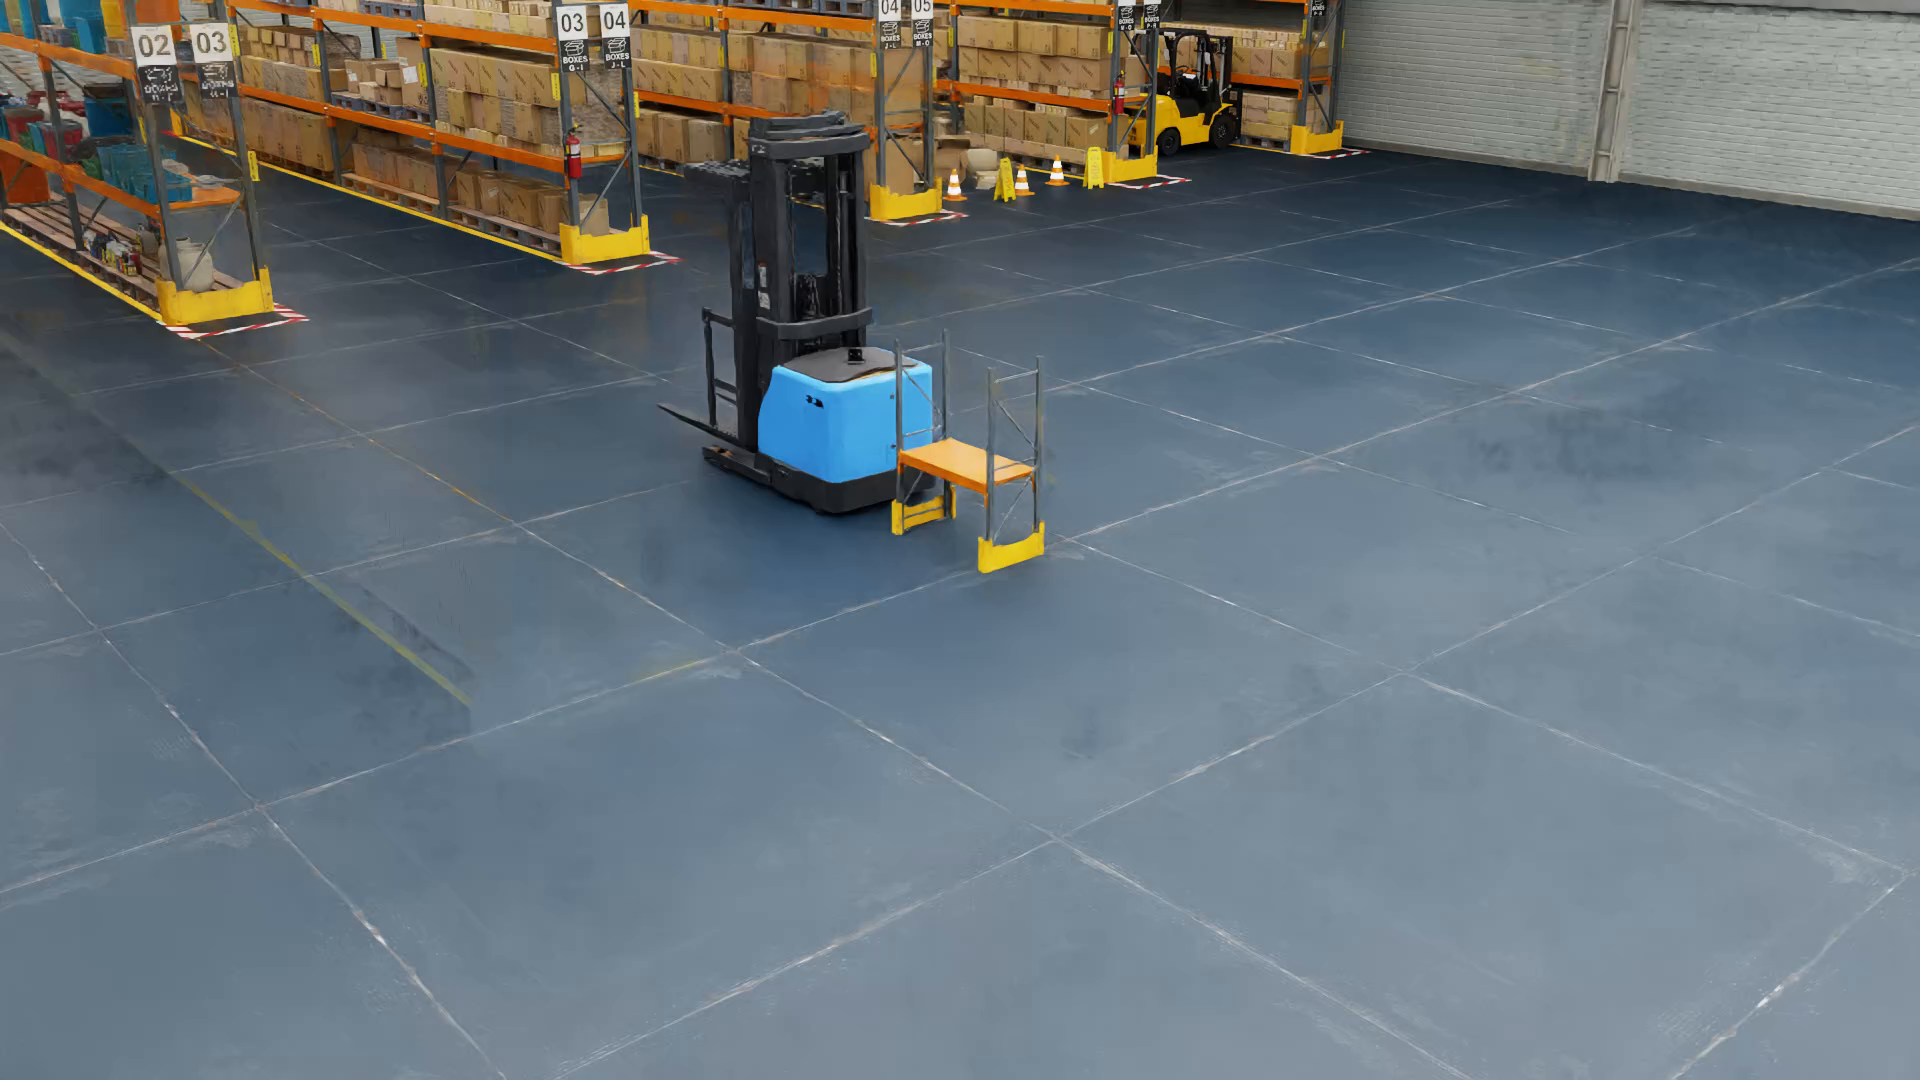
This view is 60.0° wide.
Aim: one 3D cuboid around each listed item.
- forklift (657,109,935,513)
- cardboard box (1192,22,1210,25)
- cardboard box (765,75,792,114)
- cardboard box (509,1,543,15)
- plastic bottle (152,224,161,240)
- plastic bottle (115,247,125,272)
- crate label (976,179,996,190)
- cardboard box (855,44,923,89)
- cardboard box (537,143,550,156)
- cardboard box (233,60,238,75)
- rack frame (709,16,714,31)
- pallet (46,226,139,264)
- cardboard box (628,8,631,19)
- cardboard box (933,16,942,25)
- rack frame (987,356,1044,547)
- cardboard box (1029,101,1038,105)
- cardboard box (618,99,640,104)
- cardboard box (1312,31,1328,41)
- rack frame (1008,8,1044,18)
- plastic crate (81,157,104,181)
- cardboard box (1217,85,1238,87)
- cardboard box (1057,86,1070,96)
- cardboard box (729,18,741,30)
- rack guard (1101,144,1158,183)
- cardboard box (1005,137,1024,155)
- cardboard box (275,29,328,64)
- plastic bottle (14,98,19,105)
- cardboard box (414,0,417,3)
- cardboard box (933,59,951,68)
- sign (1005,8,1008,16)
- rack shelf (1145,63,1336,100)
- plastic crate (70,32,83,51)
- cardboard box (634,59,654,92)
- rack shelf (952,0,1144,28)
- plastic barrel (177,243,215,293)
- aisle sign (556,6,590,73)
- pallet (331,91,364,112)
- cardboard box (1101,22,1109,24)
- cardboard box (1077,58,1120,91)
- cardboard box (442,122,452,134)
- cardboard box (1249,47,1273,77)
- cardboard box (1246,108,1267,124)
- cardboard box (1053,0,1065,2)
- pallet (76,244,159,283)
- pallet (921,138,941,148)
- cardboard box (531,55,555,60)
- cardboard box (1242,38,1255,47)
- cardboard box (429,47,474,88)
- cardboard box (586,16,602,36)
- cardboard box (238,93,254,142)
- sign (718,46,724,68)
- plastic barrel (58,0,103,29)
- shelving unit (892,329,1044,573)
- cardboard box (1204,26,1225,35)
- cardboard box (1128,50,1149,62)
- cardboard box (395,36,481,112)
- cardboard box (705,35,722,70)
[{"bbox_3d":[-1.522,-2.040,13.674,1.130,2.935,3.031,-17,27,-36],"label":"forklift"},{"bbox_3d":[4.768,-10.099,32.720,0.380,0.149,0.250,-18,28,-38],"label":"cardboard box"},{"bbox_3d":[-2.538,-7.035,26.127,0.875,0.550,0.550,-17,27,-37],"label":"cardboard box"},{"bbox_3d":[-5.582,-6.858,21.426,0.380,0.149,0.250,-17,27,-37],"label":"cardboard box"},{"bbox_3d":[-10.239,-3.865,21.268,0.144,0.351,0.185,-19,28,-40],"label":"plastic bottle"},{"bbox_3d":[-10.157,-3.405,20.196,0.152,0.276,0.135,-18,28,-39],"label":"plastic bottle"},{"bbox_3d":[0.431,-5.812,27.136,0.298,0.136,0.250,7,23,18],"label":"crate label"},{"bbox_3d":[-1.029,-6.967,24.473,0.875,0.550,0.550,-17,27,-37],"label":"cardboard box"},{"bbox_3d":[-5.347,-5.169,21.912,0.380,0.149,0.250,-17,27,-37],"label":"cardboard box"},{"bbox_3d":[-12.960,-8.574,30.058,0.500,0.250,0.500,-18,28,-38],"label":"cardboard box"},{"bbox_3d":[-4.965,-10.805,35.957,1.000,3.000,0.127,-17,27,-37],"label":"rack frame"},{"bbox_3d":[-11.545,-3.965,22.319,1.003,0.211,1.213,-17,27,-37],"label":"pallet"},{"bbox_3d":[-7.478,-12.221,38.066,0.500,0.500,0.500,-18,28,-39],"label":"cardboard box"},{"bbox_3d":[-0.569,-9.767,31.297,0.380,0.149,0.250,-16,26,-35],"label":"cardboard box"},{"bbox_3d":[0.387,-0.534,11.792,0.500,1.500,0.032,-17,27,-37],"label":"rack frame"},{"bbox_3d":[1.180,-7.619,29.990,0.500,0.500,0.500,-17,27,-36],"label":"cardboard box"},{"bbox_3d":[-6.305,-8.122,30.931,0.500,0.250,0.500,-19,28,-40],"label":"cardboard box"},{"bbox_3d":[6.569,-9.303,30.687,0.380,0.149,0.250,-18,28,-38],"label":"cardboard box"},{"bbox_3d":[1.404,-10.882,36.155,1.000,3.000,0.127,-17,27,-37],"label":"rack frame"},{"bbox_3d":[-10.330,-4.515,20.189,0.450,0.188,0.662,-17,27,-37],"label":"plastic crate"},{"bbox_3d":[5.145,-8.788,32.633,0.500,0.250,0.500,-17,27,-37],"label":"cardboard box"},{"bbox_3d":[1.870,-7.608,28.140,0.380,0.149,0.250,-17,27,-37],"label":"cardboard box"},{"bbox_3d":[-4.542,-10.993,34.929,0.500,0.500,0.500,-18,27,-38],"label":"cardboard box"},{"bbox_3d":[2.818,-6.346,28.001,1.175,0.500,0.348,-17,27,-37],"label":"rack guard"},{"bbox_3d":[1.143,-6.991,29.416,0.500,0.250,0.500,-18,28,-38],"label":"cardboard box"},{"bbox_3d":[-11.193,-8.424,28.367,0.797,0.503,0.637,-16,27,-36],"label":"cardboard box"},{"bbox_3d":[-14.460,-6.655,25.540,0.097,0.271,0.097,0,21,0],"label":"plastic bottle"},{"bbox_3d":[-7.482,-8.029,24.040,0.797,0.503,0.637,-19,28,-40],"label":"cardboard box"},{"bbox_3d":[-0.288,-8.749,30.478,0.380,0.149,0.250,-17,27,-37],"label":"cardboard box"},{"bbox_3d":[0.999,-11.253,35.621,0.100,0.325,0.005,-17,27,-37],"label":"sign"},{"bbox_3d":[5.321,-8.889,32.053,1.077,0.370,4.000,-17,27,-37],"label":"rack shelf"},{"bbox_3d":[-10.179,-5.853,19.493,0.336,0.188,0.450,-17,27,-37],"label":"plastic crate"},{"bbox_3d":[-5.287,-8.072,28.843,0.500,0.500,0.500,-17,27,-37],"label":"cardboard box"},{"bbox_3d":[1.563,-9.103,28.487,1.077,0.370,4.000,-17,27,-37],"label":"rack shelf"},{"bbox_3d":[-8.879,-3.152,19.253,0.421,0.512,0.421,0,21,0],"label":"plastic barrel"},{"bbox_3d":[-4.826,-6.252,20.769,0.394,0.787,0.004,-17,27,-37],"label":"aisle sign"},{"bbox_3d":[-9.316,-7.079,26.709,1.213,0.211,1.003,-17,27,-37],"label":"pallet"},{"bbox_3d":[2.988,-10.706,34.679,0.380,0.149,0.250,-17,27,-37],"label":"cardboard box"},{"bbox_3d":[2.305,-7.759,27.635,0.500,0.500,0.500,-18,28,-38],"label":"cardboard box"},{"bbox_3d":[-7.185,-5.915,23.817,0.380,0.149,0.250,-17,27,-37],"label":"cardboard box"},{"bbox_3d":[5.774,-8.937,31.052,0.500,0.500,0.500,-16,27,-36],"label":"cardboard box"},{"bbox_3d":[5.752,-8.021,31.359,0.500,0.250,0.500,-18,28,-38],"label":"cardboard box"},{"bbox_3d":[1.775,-9.087,27.802,0.380,0.149,0.250,-18,28,-38],"label":"cardboard box"},{"bbox_3d":[-10.596,-3.562,21.289,1.003,0.211,1.213,-17,27,-37],"label":"pallet"},{"bbox_3d":[-0.252,-7.511,31.370,1.003,0.211,1.213,-17,27,-37],"label":"pallet"},{"bbox_3d":[-5.441,-6.275,22.476,0.500,0.500,0.500,-17,27,-37],"label":"cardboard box"},{"bbox_3d":[5.512,-9.333,31.173,0.380,0.149,0.250,-19,28,-39],"label":"cardboard box"},{"bbox_3d":[-7.149,-6.701,23.564,0.500,0.500,0.500,-17,27,-37],"label":"cardboard box"},{"bbox_3d":[-4.758,-6.651,21.446,0.500,0.250,0.500,-16,27,-36],"label":"cardboard box"},{"bbox_3d":[-12.843,-7.853,30.759,0.875,0.875,0.875,-17,27,-37],"label":"cardboard box"},{"bbox_3d":[-3.832,-7.758,26.700,0.100,0.325,0.005,-17,27,-37],"label":"sign"},{"bbox_3d":[-10.434,-6.581,19.798,0.600,0.901,0.708,-17,27,-37],"label":"plastic barrel"},{"bbox_3d":[0.050,-0.677,12.157,0.587,1.500,1.083,-17,27,-37],"label":"shelving unit"},{"bbox_3d":[4.899,-9.768,31.877,0.380,0.149,0.250,-18,27,-38],"label":"cardboard box"},{"bbox_3d":[3.488,-9.784,33.557,0.500,0.250,0.500,-17,27,-36],"label":"cardboard box"},{"bbox_3d":[-7.663,-6.963,24.750,1.000,1.000,1.000,-17,27,-37],"label":"cardboard box"},{"bbox_3d":[-3.756,-8.036,27.380,0.700,0.500,0.500,-18,28,-38],"label":"cardboard box"}]
